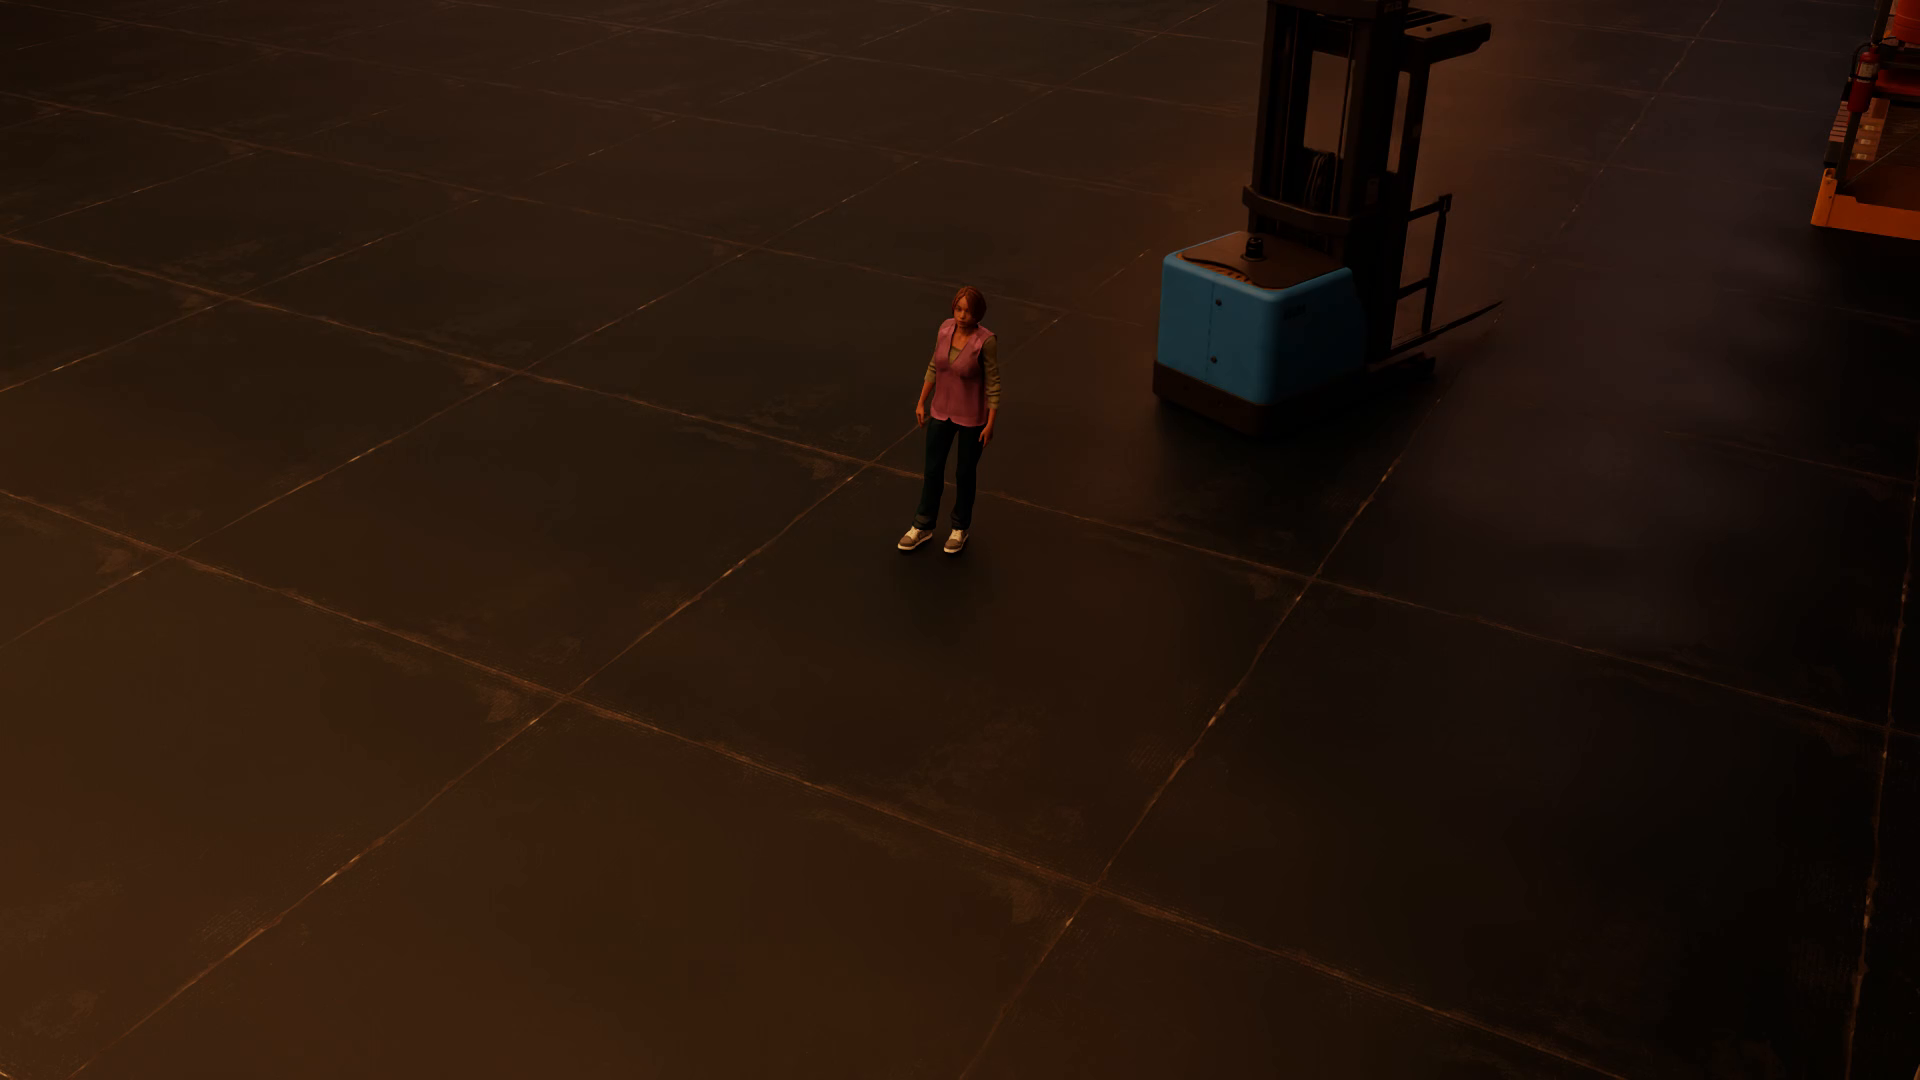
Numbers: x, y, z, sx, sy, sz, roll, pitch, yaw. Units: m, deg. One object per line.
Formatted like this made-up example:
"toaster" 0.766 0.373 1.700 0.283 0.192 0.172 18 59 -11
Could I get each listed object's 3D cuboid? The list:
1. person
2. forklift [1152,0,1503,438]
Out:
"person" -0.049 -0.669 9.549 0.520 1.599 0.473 15 33 25
"forklift" 2.799 -2.552 11.493 3.031 2.935 1.130 -23 37 -34
